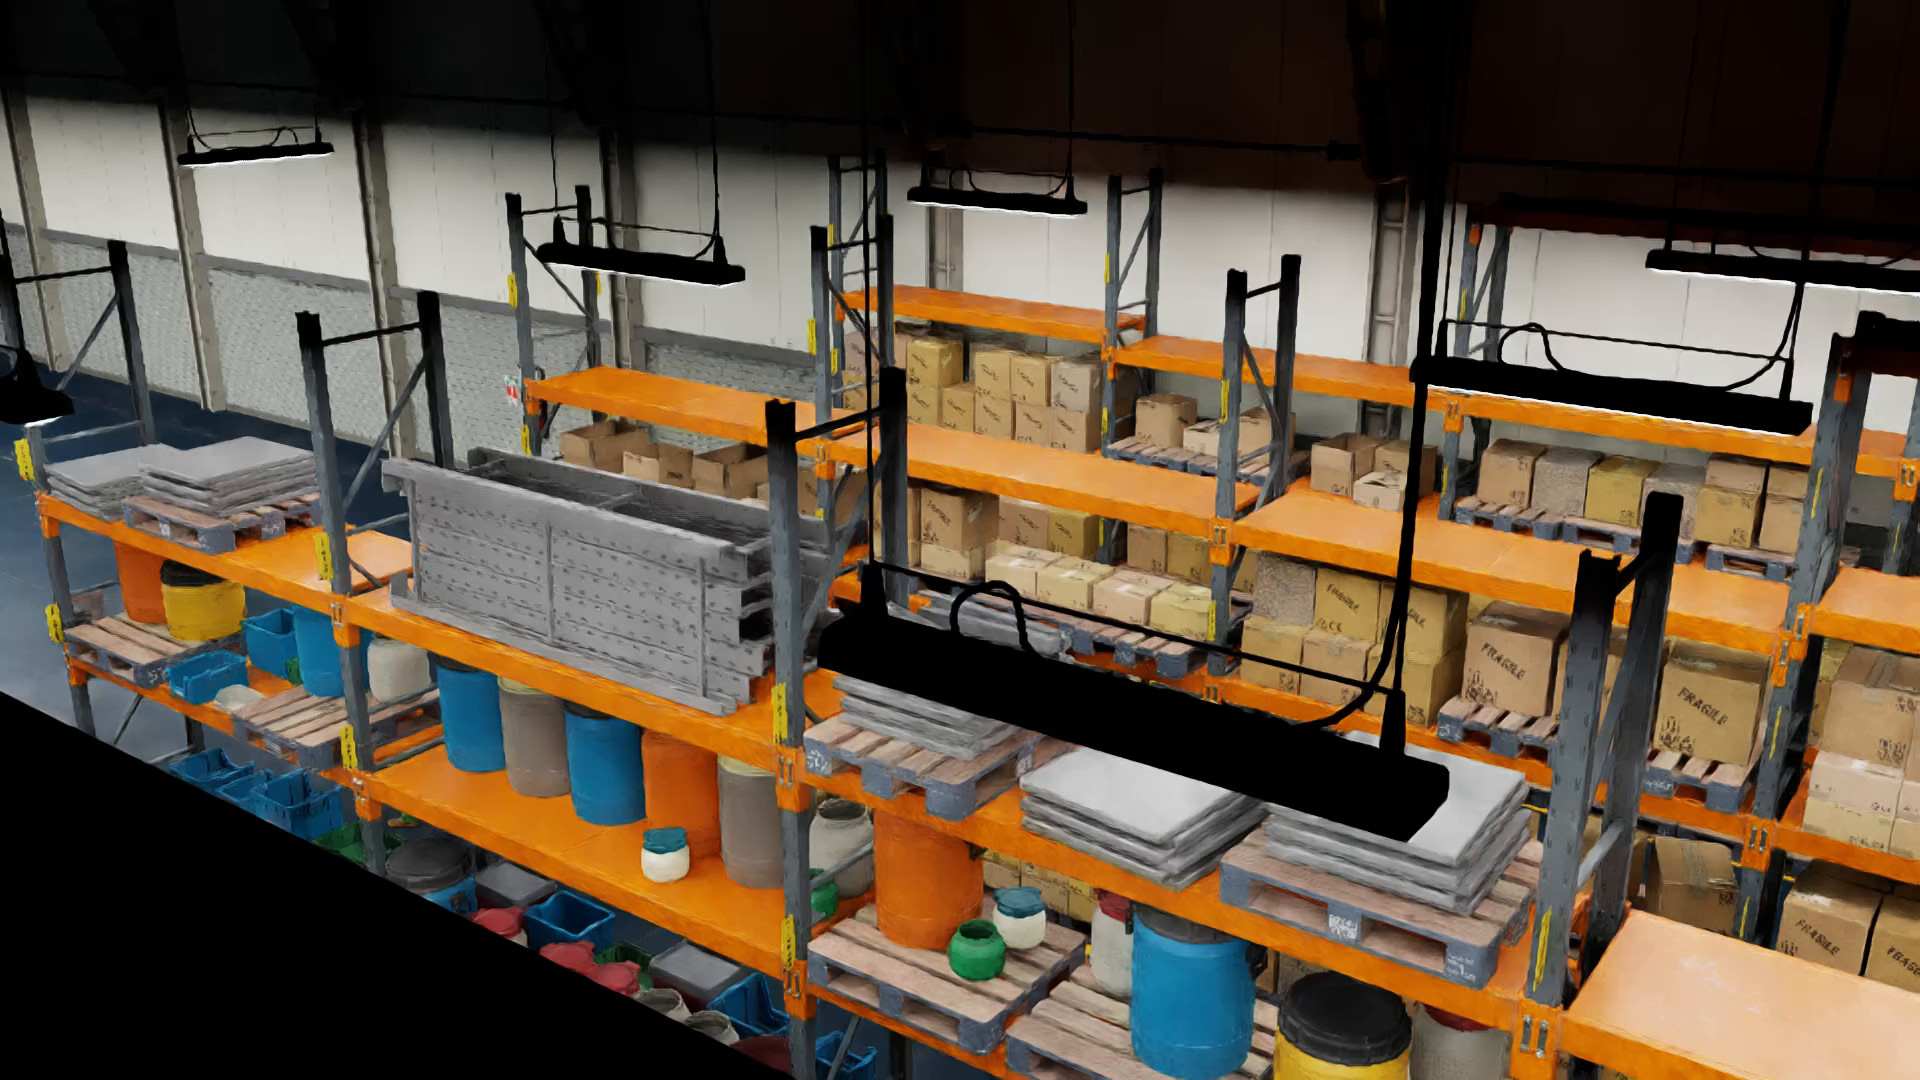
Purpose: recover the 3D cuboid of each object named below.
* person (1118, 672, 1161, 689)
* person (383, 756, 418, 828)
[{"bbox_3d":[1.943,1.474,18.001,1.034,1.709,0.569,9,21,26],"label":"person"},{"bbox_3d":[-5.492,1.998,16.359,0.572,1.780,0.591,0,18,1],"label":"person"}]
